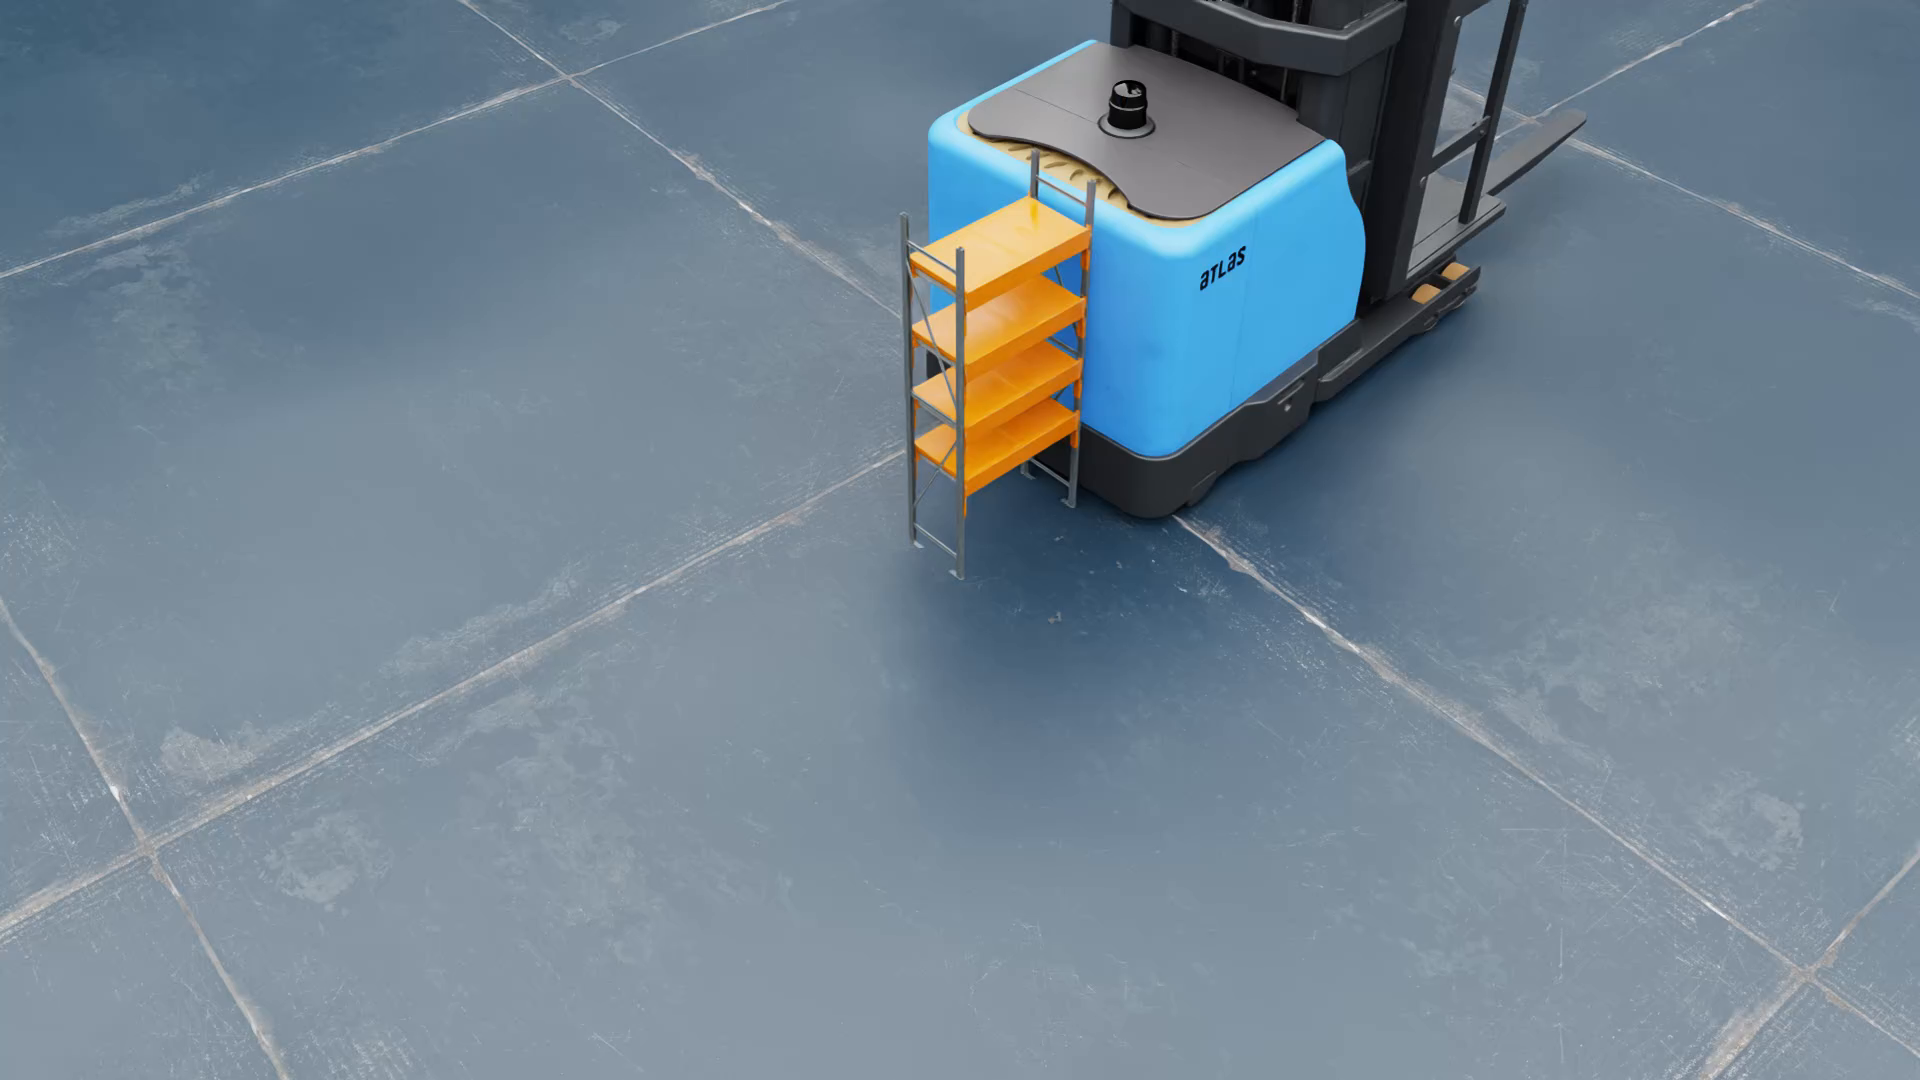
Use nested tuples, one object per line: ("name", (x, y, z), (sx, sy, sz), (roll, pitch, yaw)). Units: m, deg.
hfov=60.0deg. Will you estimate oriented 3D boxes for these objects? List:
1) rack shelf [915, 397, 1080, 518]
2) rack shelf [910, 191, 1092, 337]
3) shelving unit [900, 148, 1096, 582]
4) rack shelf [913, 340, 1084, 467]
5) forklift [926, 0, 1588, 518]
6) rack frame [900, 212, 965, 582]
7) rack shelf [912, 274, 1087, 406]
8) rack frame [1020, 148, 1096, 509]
("rack shelf", (0.106, -0.293, 5.073), (0.480, 0.148, 0.258), (-32, 52, -30))
("rack shelf", (0.106, -0.773, 4.622), (0.480, 0.148, 0.258), (-32, 52, -30))
("shelving unit", (0.106, -0.486, 4.891), (0.503, 1.200, 0.258), (-32, 52, -30))
("rack shelf", (0.106, -0.437, 4.937), (0.480, 0.148, 0.258), (-32, 52, -30))
("forklift", (1.269, -2.050, 5.292), (1.130, 2.935, 3.031), (33, 52, 30))
("rack frame", (-0.074, -0.373, 4.771), (0.015, 1.200, 0.240), (-32, 52, -30))
("rack shelf", (0.106, -0.600, 4.784), (0.480, 0.148, 0.258), (-32, 52, -30))
("rack frame", (0.286, -0.599, 5.012), (0.015, 1.200, 0.240), (-32, 52, -30))
